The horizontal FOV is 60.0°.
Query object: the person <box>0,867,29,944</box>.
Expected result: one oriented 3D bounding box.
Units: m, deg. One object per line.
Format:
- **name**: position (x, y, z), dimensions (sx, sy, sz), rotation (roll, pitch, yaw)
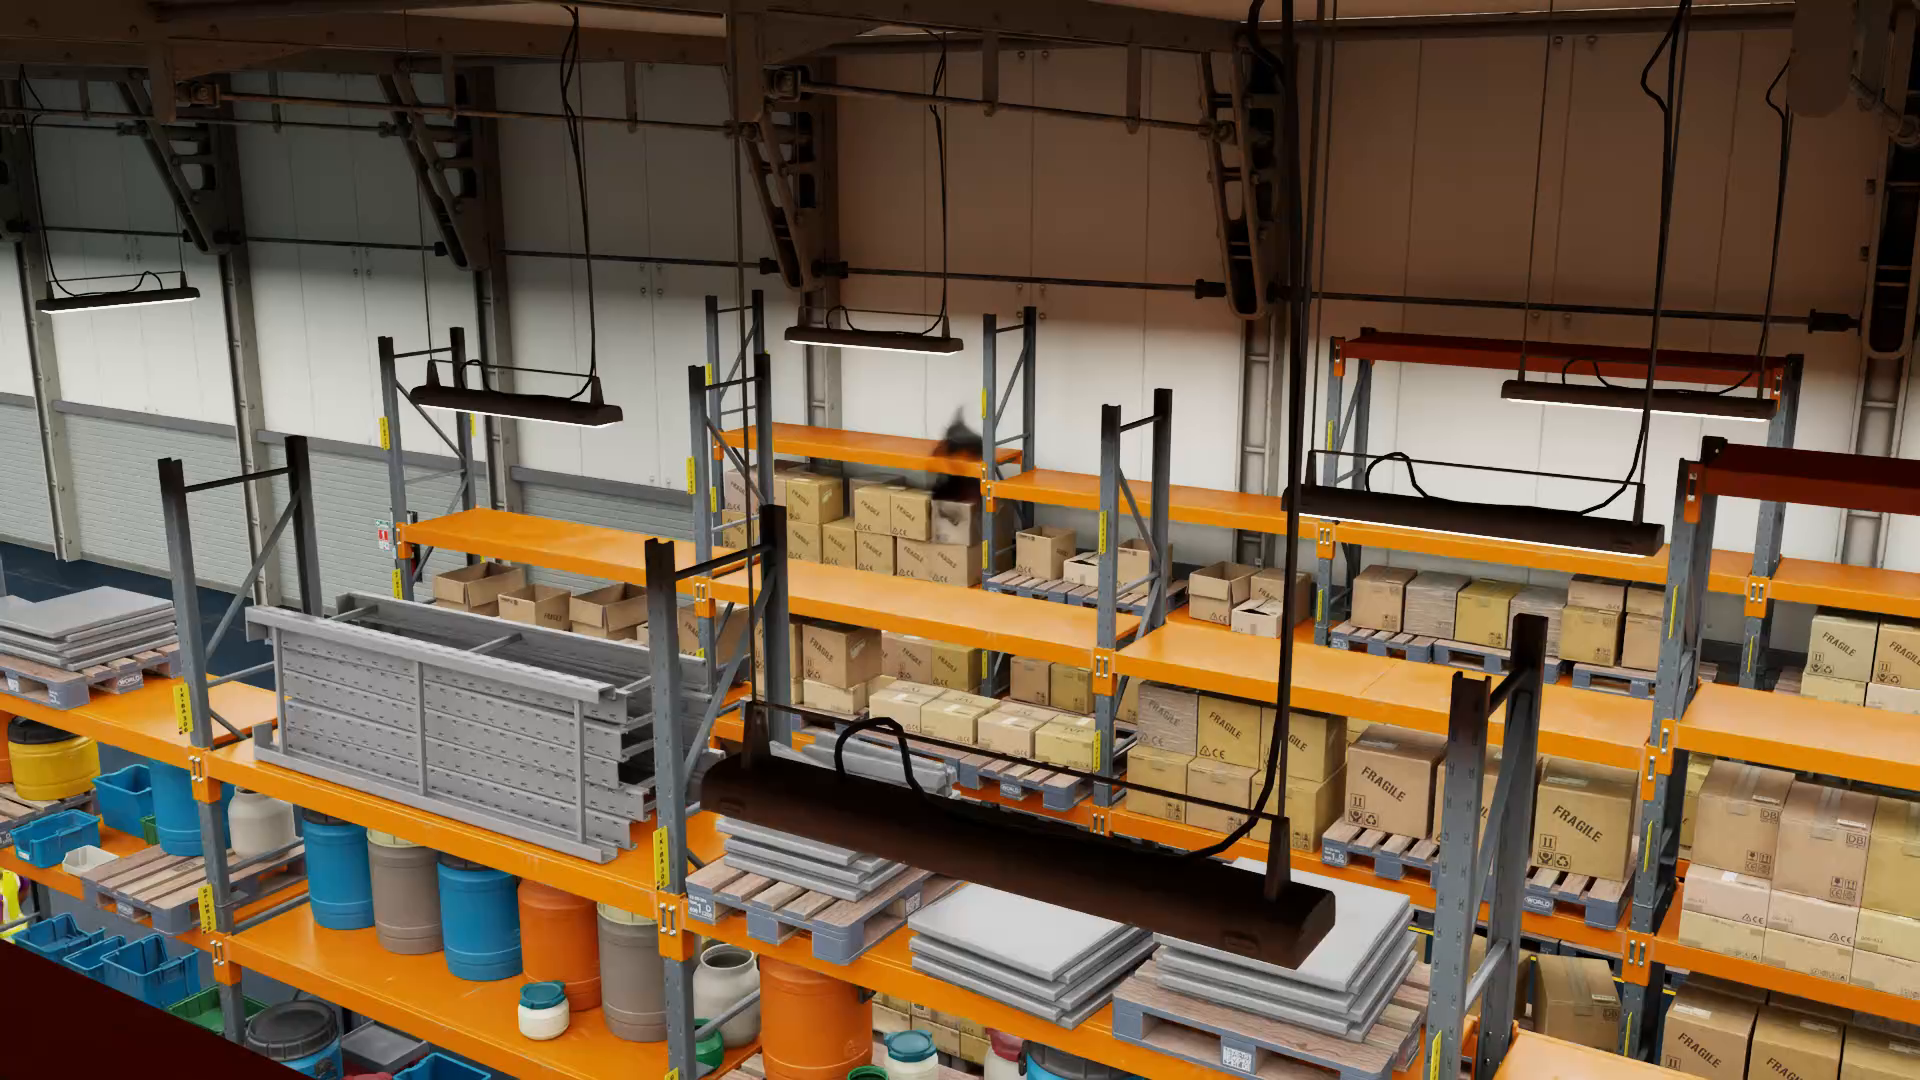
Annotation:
- **person**: position (-8.683, 3.603, 15.133), dimensions (0.584, 1.709, 0.749), rotation (-4, 14, -15)
